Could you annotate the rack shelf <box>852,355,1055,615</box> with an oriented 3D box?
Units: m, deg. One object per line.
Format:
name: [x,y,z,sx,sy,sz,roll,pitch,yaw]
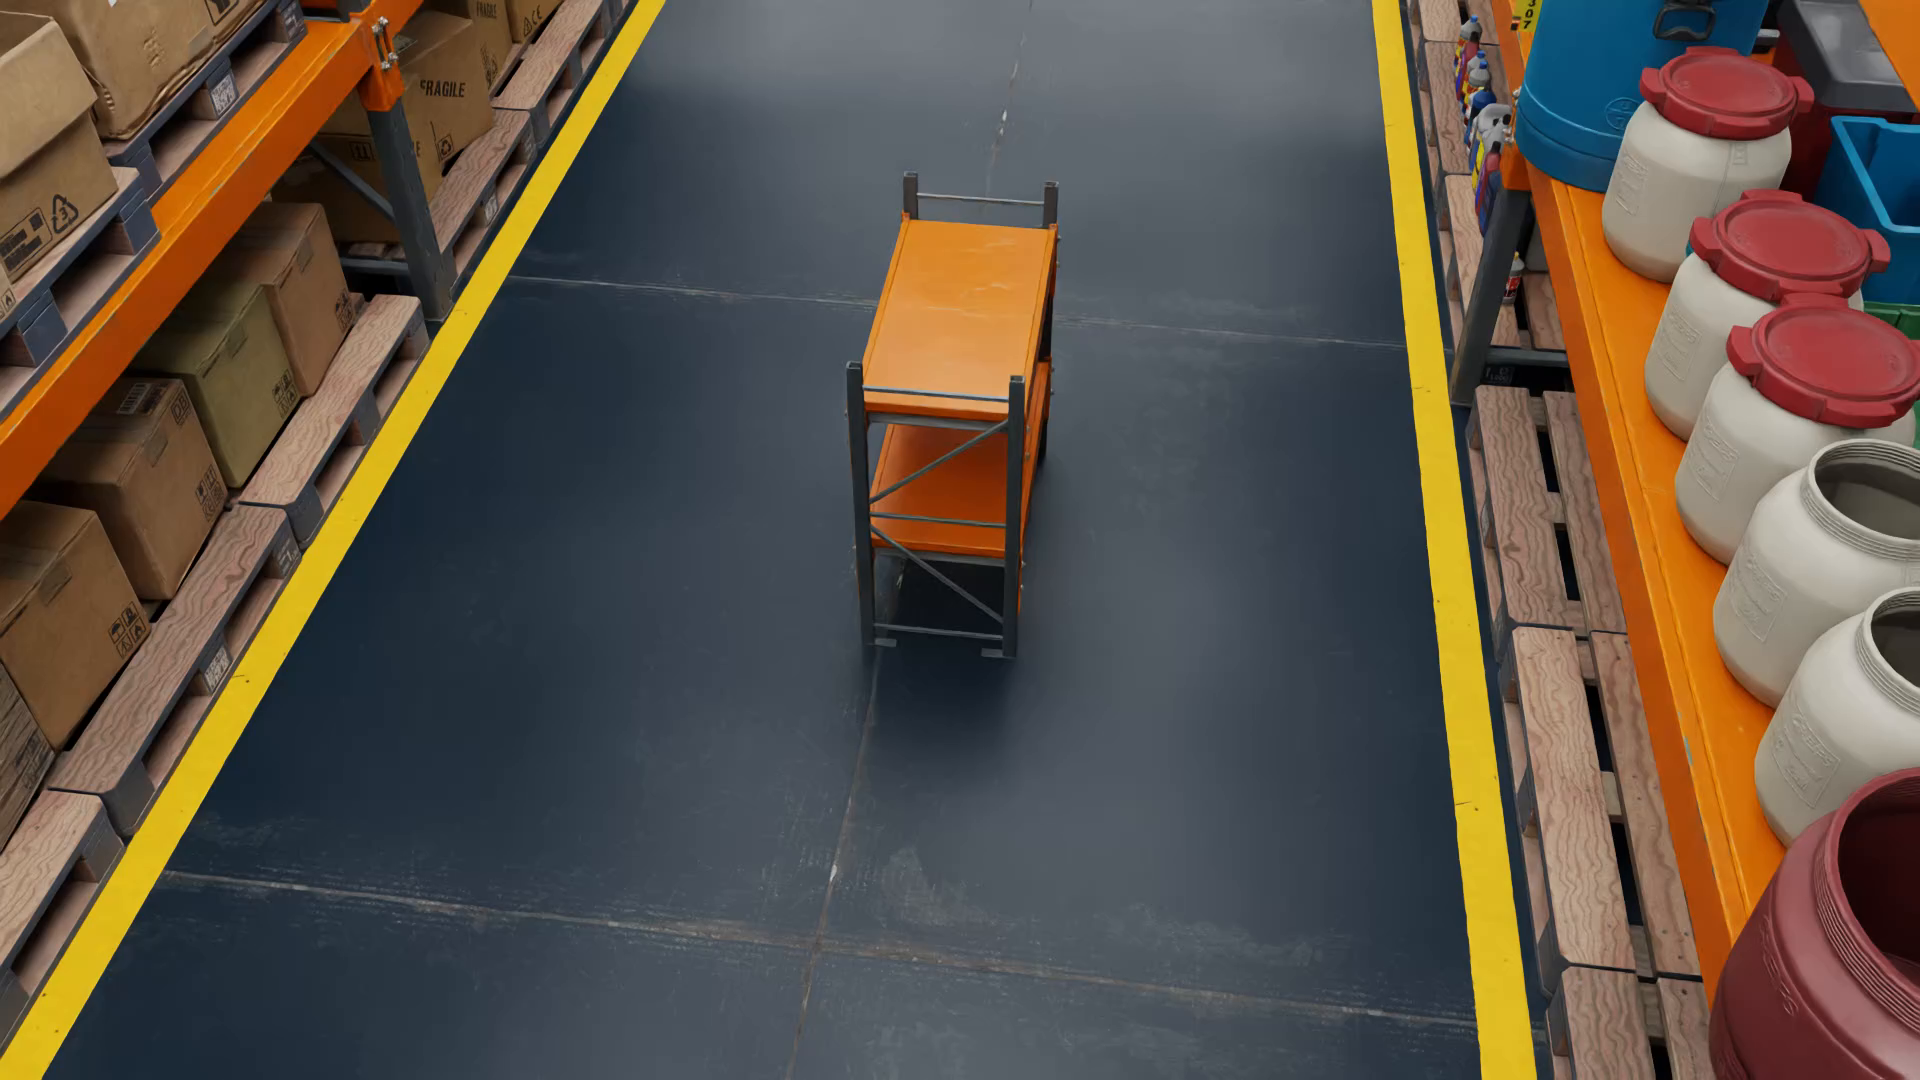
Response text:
rack shelf: [-0.001,-0.226,5.526,0.538,0.278,1.000,5,44,6]

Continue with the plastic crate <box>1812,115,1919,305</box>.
plastic crate: [2.517,-0.804,4.429,0.392,0.384,0.575,5,44,6]

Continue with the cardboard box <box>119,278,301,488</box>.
cardboard box: [-2.739,-0.552,5.650,0.700,0.500,0.500,5,44,5]

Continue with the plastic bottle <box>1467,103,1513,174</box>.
plastic bottle: [2.248,-1.687,7.011,0.152,0.276,0.135,6,44,6]

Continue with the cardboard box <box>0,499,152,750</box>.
cardboard box: [-2.886,0.209,4.845,0.700,0.500,0.500,9,44,9]

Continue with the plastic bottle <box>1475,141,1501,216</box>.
plastic bottle: [2.160,-1.474,6.780,0.061,0.283,0.133,8,44,8]

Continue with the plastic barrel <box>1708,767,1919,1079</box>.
plastic barrel: [1.587,0.743,2.684,0.600,0.536,0.708,5,44,6]

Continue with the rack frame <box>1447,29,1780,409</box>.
rack frame: [2.355,-1.590,5.247,1.000,3.000,0.127,5,44,6]

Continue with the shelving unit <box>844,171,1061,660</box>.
shelving unit: [-0.001,-0.404,5.358,0.538,1.125,1.048,5,44,6]

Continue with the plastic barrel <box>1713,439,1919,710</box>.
plastic barrel: [1.806,0.088,3.394,0.421,0.512,0.421,0,43,0]

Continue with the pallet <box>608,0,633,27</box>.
pallet: [-2.178,-3.151,8.924,1.003,0.211,1.213,5,44,6]

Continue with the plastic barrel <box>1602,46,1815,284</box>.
plastic barrel: [2.011,-1.007,4.533,0.433,0.535,0.433,0,43,0]

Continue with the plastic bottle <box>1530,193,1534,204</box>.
plastic bottle: [2.330,-1.360,6.666,0.152,0.276,0.135,5,44,6]

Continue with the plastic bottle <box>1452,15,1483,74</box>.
plastic bottle: [2.335,-2.277,7.638,0.097,0.271,0.097,0,43,0]

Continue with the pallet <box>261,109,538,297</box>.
pallet: [-2.501,-1.488,7.168,1.003,0.211,1.213,5,44,6]

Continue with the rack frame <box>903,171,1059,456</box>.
rack frame: [0.066,-0.750,5.724,0.500,1.125,0.032,5,44,6]

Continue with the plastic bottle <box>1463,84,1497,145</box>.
plastic bottle: [2.250,-1.838,7.173,0.097,0.271,0.097,0,43,0]

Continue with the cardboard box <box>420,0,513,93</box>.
cardboard box: [-2.390,-2.375,7.589,0.500,0.500,0.500,2,43,2]

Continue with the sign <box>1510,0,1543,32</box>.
sign: [1.811,-1.748,5.213,0.100,0.325,0.005,5,44,6]

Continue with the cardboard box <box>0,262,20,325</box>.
cardboard box: [-2.634,-0.533,3.935,0.500,0.250,0.500,4,44,4]

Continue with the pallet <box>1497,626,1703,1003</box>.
pallet: [2.131,0.795,4.756,1.003,0.211,1.213,5,44,6]

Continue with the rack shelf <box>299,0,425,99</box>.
rack shelf: [-2.290,-3.142,7.410,1.077,0.370,4.000,5,44,6]

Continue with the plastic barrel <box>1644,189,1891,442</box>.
plastic barrel: [1.914,-0.507,4.005,0.433,0.535,0.433,0,43,0]

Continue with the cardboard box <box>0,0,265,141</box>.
cardboard box: [-2.799,-1.881,4.814,1.000,1.000,1.000,6,44,6]

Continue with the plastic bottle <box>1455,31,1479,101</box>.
plastic bottle: [2.287,-2.129,7.473,0.061,0.283,0.133,6,44,6]

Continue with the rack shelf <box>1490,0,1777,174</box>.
rack shelf: [2.619,-2.691,6.934,1.077,0.370,4.000,5,44,6]

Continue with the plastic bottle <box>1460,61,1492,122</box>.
plastic bottle: [2.276,-1.976,7.319,0.097,0.271,0.097,0,43,0]

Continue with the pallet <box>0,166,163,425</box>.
pallet: [-2.862,-0.597,4.338,1.003,0.211,1.213,5,44,6]

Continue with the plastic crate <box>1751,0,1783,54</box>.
plastic crate: [2.550,-1.912,5.633,0.767,0.338,0.504,5,44,6]

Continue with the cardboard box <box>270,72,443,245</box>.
cardboard box: [-2.462,-1.554,6.722,0.500,0.500,0.500,4,44,4]

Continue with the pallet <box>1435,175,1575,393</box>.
pallet: [2.485,-1.031,6.685,1.003,0.211,1.213,5,44,6]

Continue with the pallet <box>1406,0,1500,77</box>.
pallet: [2.807,-2.694,8.442,1.003,0.211,1.213,5,44,6]

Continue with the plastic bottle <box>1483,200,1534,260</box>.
plastic bottle: [2.154,-1.253,6.498,0.144,0.351,0.185,4,44,4]

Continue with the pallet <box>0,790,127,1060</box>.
pallet: [-2.979,1.166,4.365,1.003,0.211,1.213,5,44,6]
